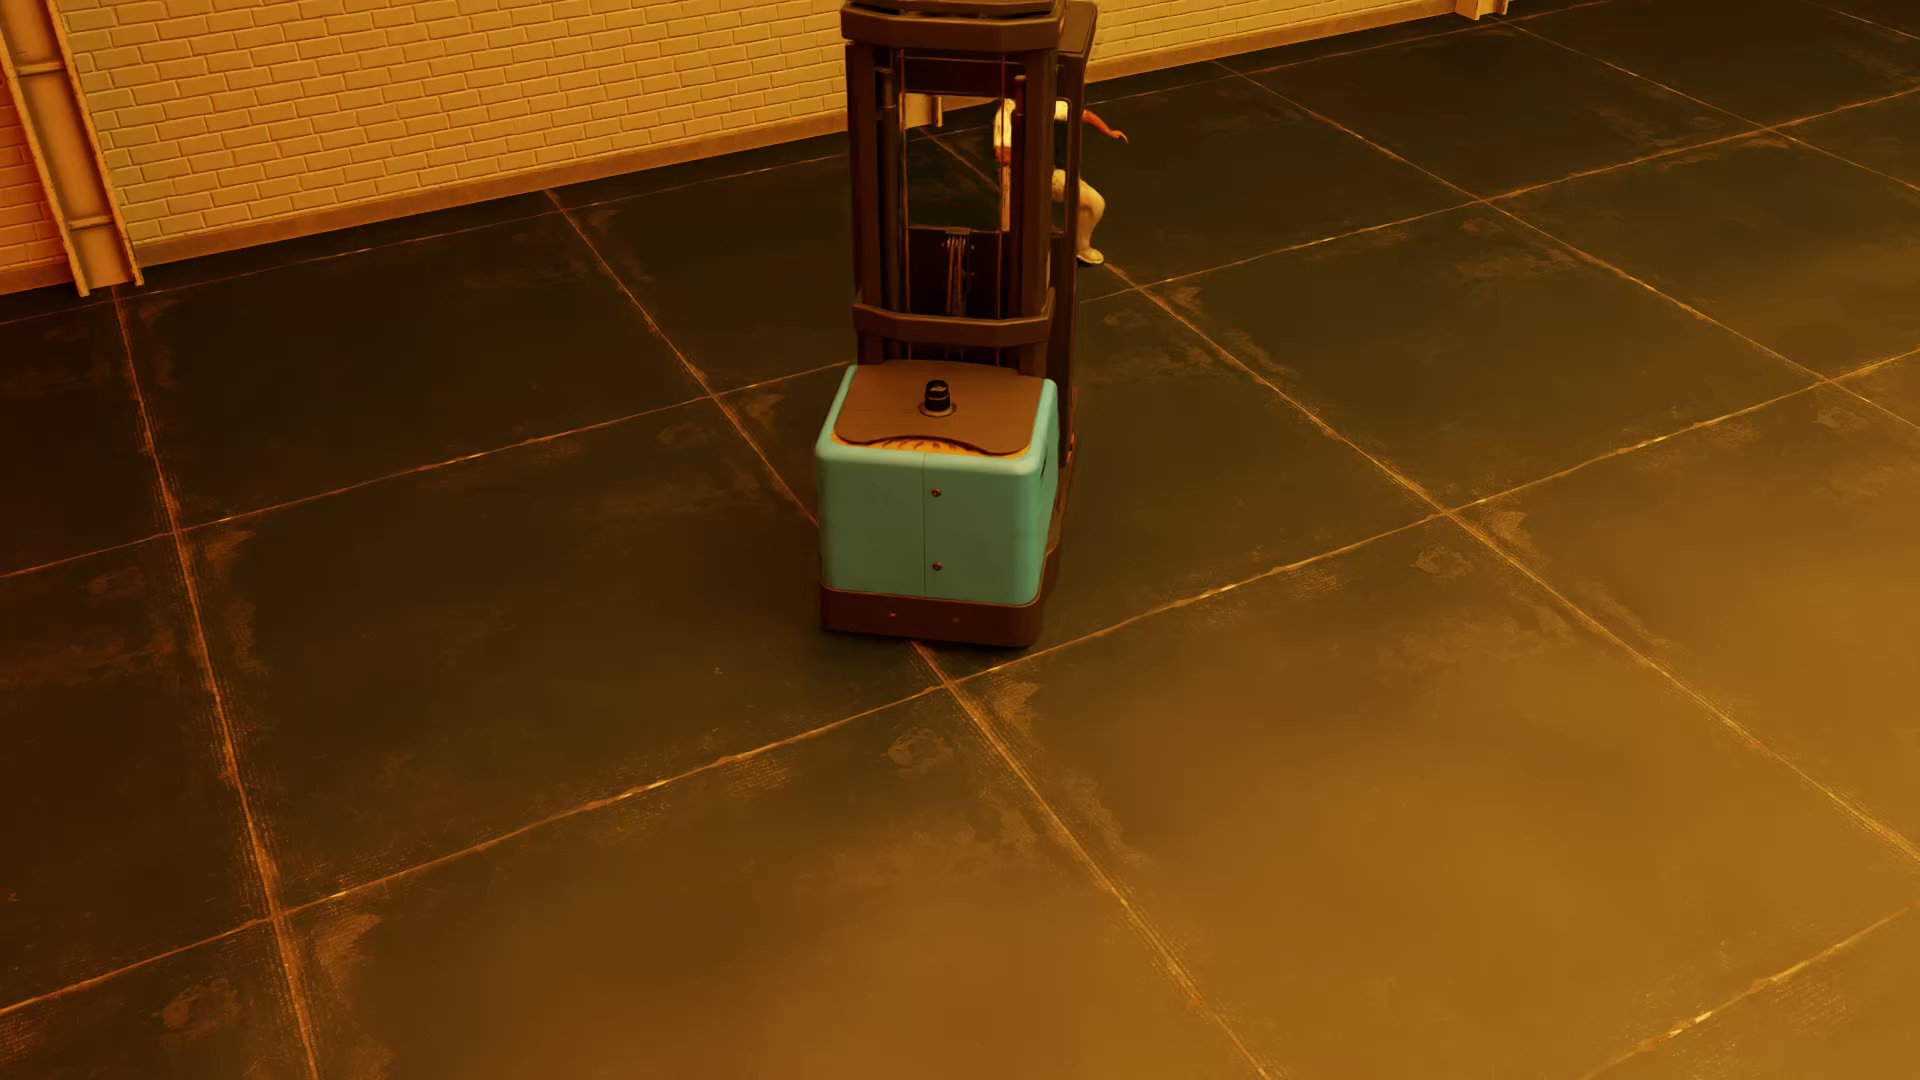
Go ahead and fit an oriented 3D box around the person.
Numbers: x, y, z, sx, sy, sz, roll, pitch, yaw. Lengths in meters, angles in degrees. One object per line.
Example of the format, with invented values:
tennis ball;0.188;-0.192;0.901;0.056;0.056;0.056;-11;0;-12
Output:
person;0.879;-2.800;11.200;0.648;1.648;0.398;10;36;13

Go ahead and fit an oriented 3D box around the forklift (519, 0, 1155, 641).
forklift;-0.630;-1.055;7.615;3.031;2.935;1.130;-11;37;-15
